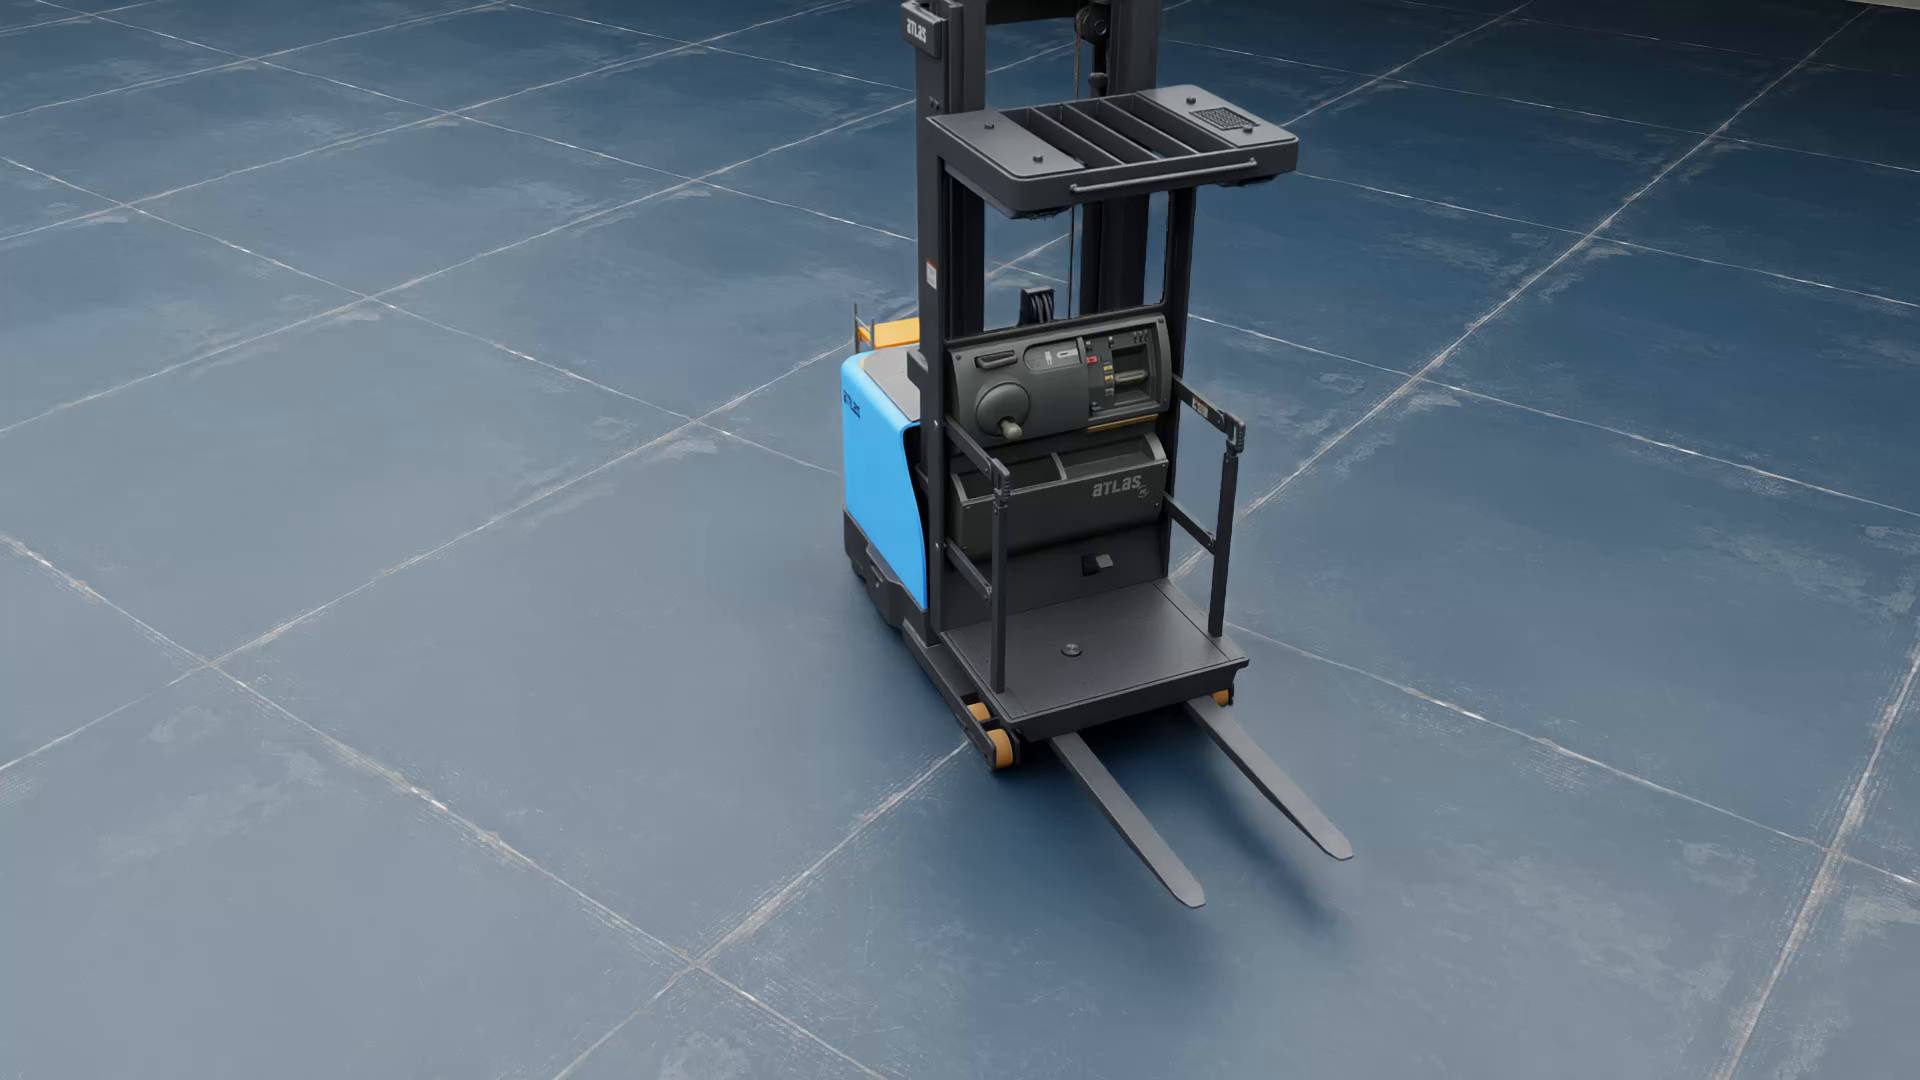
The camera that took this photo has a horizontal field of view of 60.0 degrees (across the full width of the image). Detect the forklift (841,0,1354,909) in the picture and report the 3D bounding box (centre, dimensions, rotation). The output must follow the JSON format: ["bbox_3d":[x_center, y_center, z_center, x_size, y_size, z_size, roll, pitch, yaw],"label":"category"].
[{"bbox_3d":[0.494,-0.585,6.362,1.130,2.935,3.031,-13,33,-20],"label":"forklift"}]

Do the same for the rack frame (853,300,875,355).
[{"bbox_3d":[-0.447,-0.552,8.005,0.015,1.200,0.240,-13,33,-21],"label":"rack frame"}]

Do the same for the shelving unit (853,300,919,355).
[{"bbox_3d":[-0.225,-0.603,8.091,0.503,1.200,0.258,-13,33,-21],"label":"shelving unit"}]

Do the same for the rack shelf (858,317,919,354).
[{"bbox_3d":[-0.225,-0.941,7.890,0.480,0.148,0.258,-13,33,-21],"label":"rack shelf"}]
